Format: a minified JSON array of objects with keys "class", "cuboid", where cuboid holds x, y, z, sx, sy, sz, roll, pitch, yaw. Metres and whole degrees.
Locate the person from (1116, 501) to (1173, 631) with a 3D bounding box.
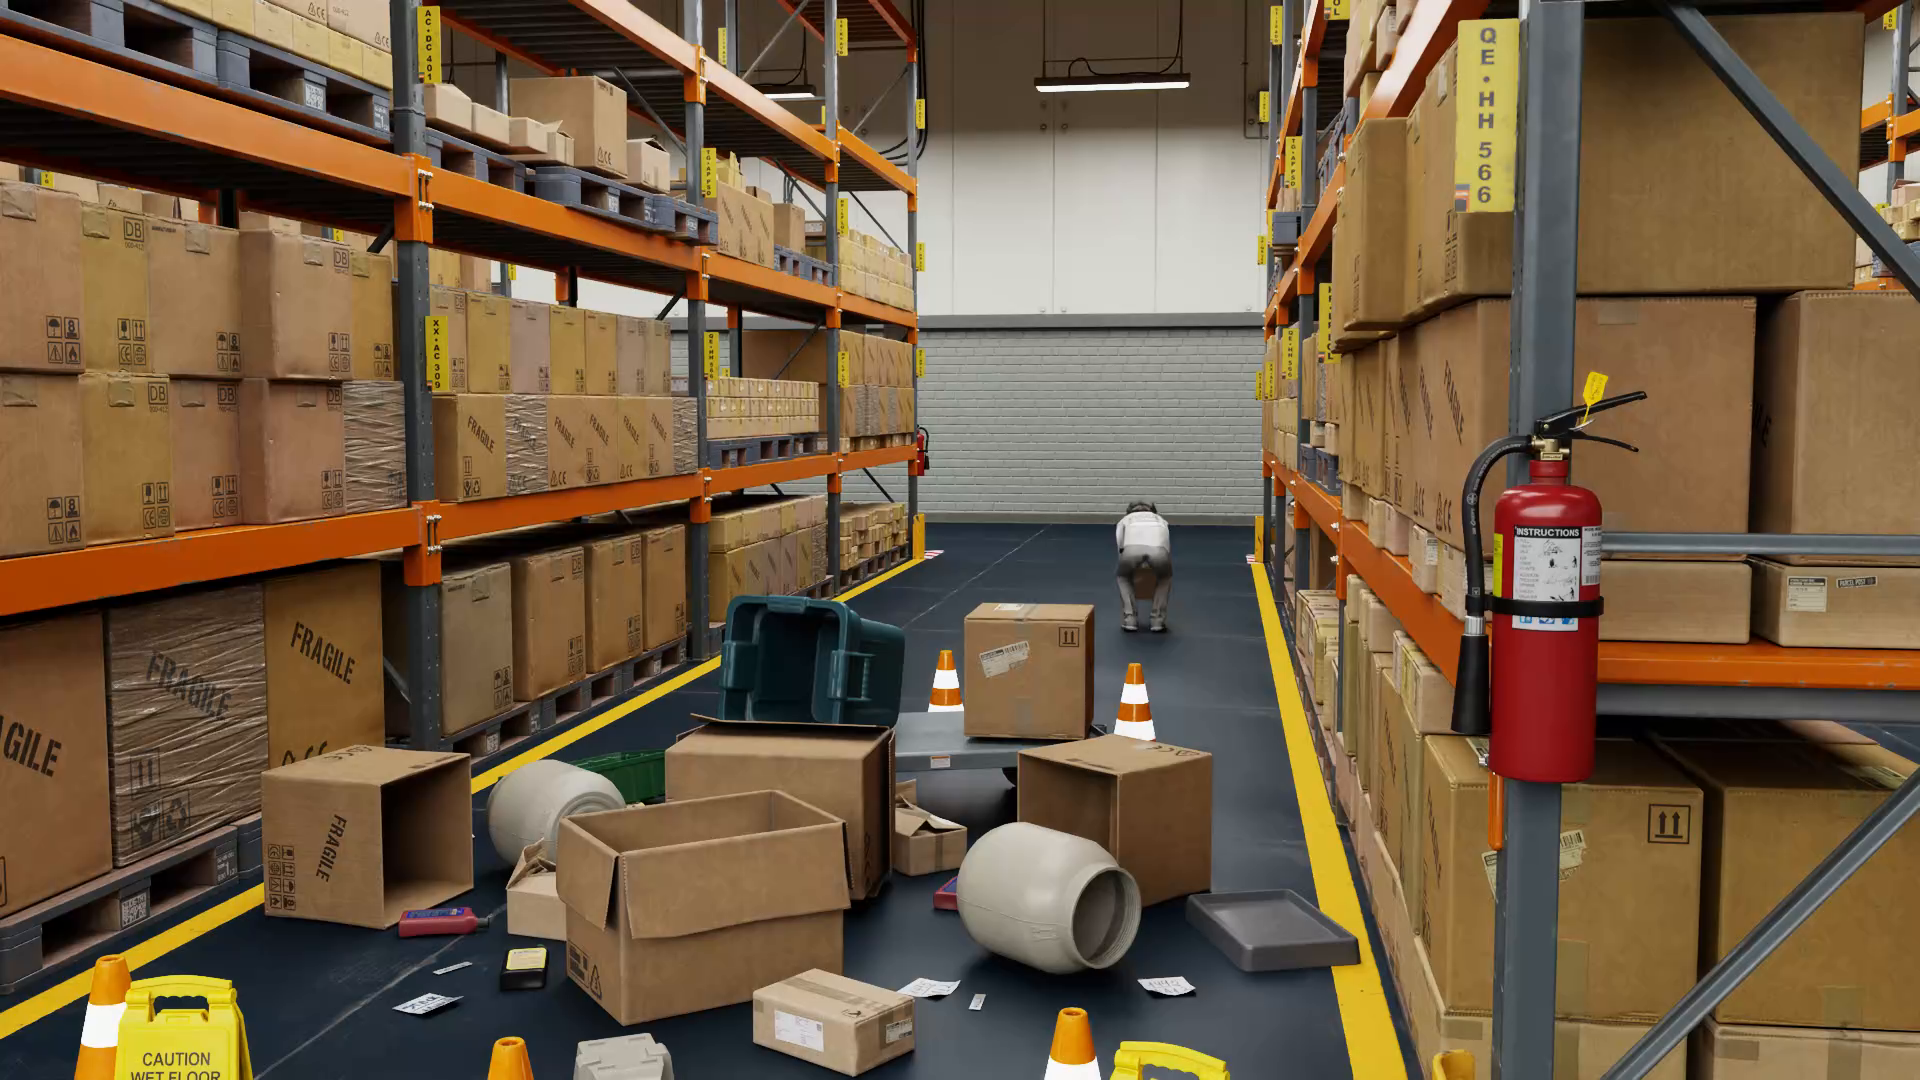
[{"class":"person","cuboid":[1.449,0.203,13.082,0.448,0.995,0.911,0,5,6]}]
